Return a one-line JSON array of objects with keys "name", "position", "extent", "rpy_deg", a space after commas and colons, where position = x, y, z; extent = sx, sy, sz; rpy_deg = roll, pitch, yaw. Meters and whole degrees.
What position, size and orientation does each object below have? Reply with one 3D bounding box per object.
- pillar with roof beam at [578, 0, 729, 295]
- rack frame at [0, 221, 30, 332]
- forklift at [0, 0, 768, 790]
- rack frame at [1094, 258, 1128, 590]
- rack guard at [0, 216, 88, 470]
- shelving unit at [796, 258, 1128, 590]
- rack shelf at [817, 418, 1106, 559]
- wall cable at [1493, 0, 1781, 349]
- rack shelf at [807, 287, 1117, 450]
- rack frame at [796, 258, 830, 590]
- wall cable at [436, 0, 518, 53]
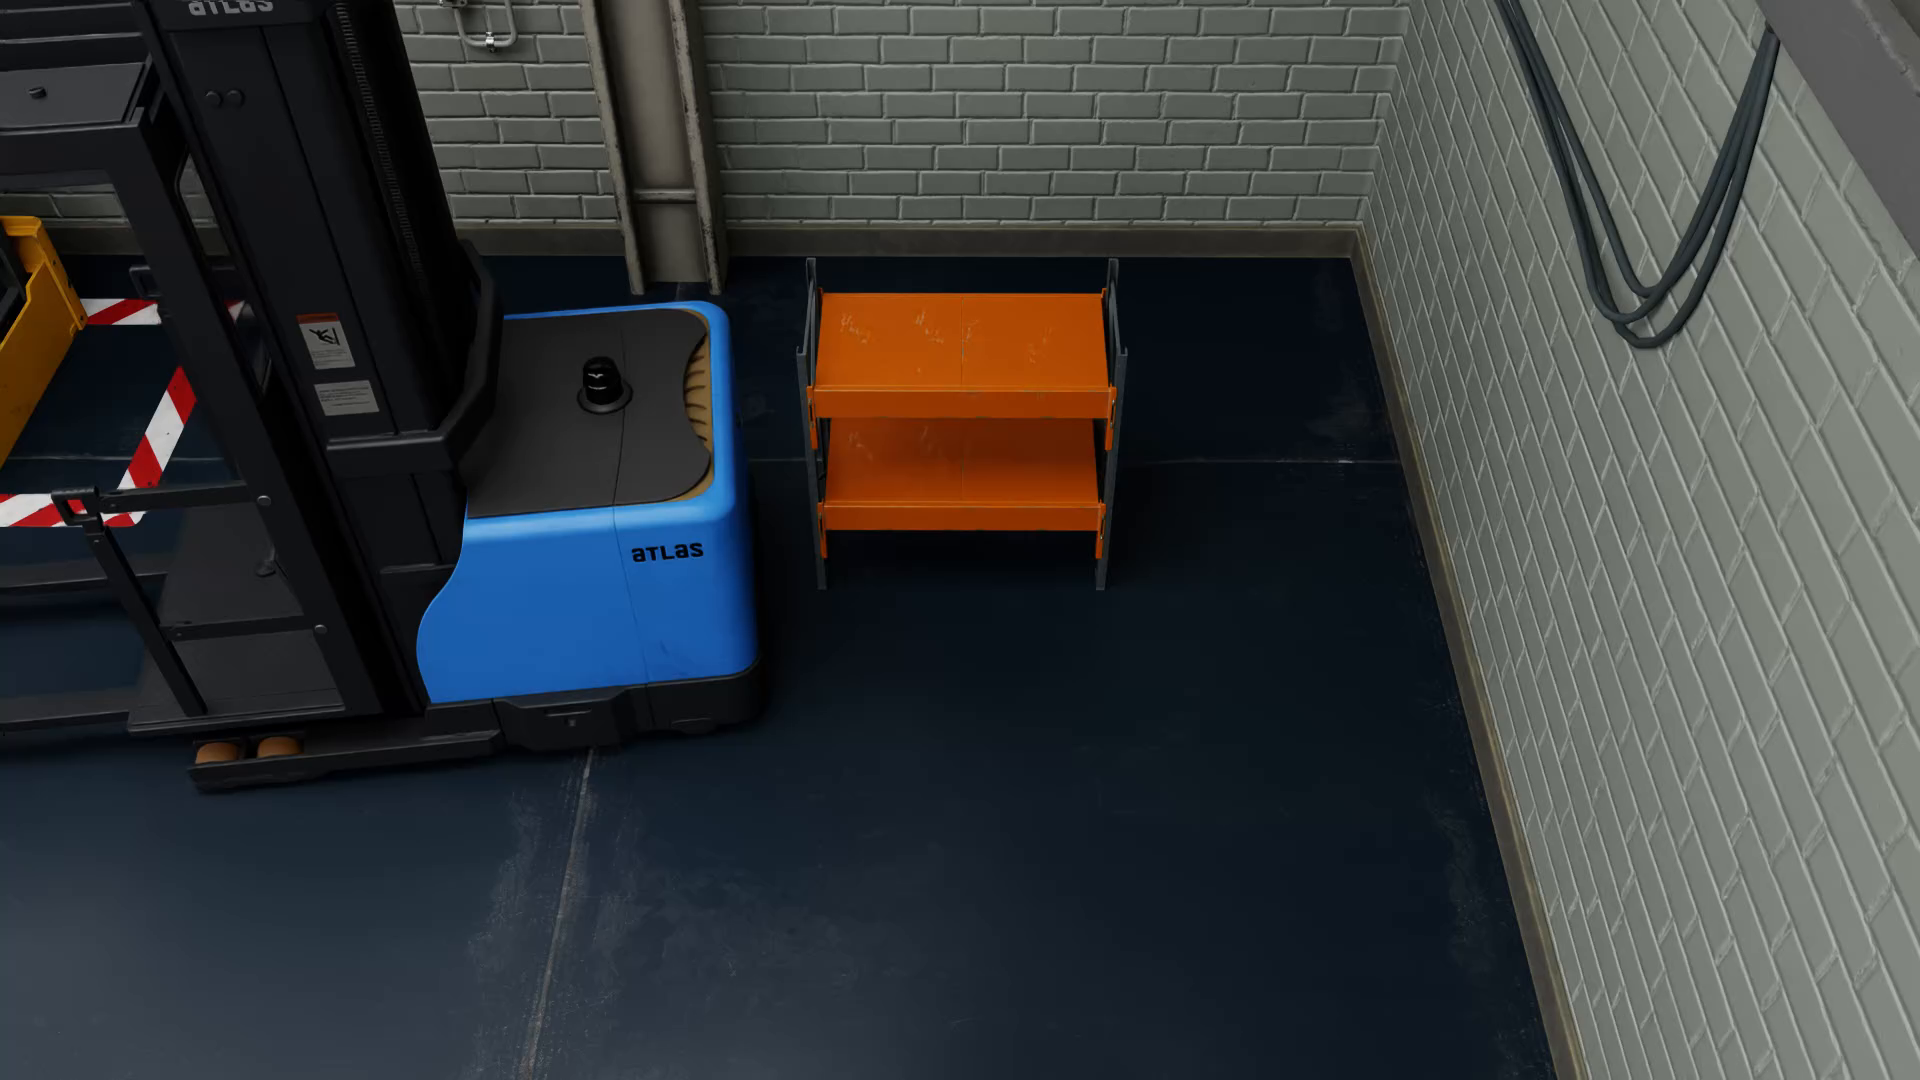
[{"name": "pillar with roof beam", "position": [-1.248, -1.097, 1.124], "extent": [0.400, 9.000, 9.100], "rpy_deg": [0, 47, 0]}, {"name": "rack frame", "position": [-3.935, -1.579, 5.670], "extent": [0.127, 3.000, 1.000], "rpy_deg": [0, 47, 0]}, {"name": "forklift", "position": [-2.208, -0.592, 4.799], "extent": [3.031, 2.935, 1.130], "rpy_deg": [-5, 47, -5]}, {"name": "rack frame", "position": [0.515, -0.382, 5.837], "extent": [0.032, 1.125, 0.500], "rpy_deg": [0, 47, 0]}, {"name": "rack guard", "position": [-3.911, -0.727, 6.585], "extent": [0.348, 0.500, 1.175], "rpy_deg": [0, 47, 0]}, {"name": "shelving unit", "position": [0.007, -0.383, 5.838], "extent": [1.048, 1.125, 0.538], "rpy_deg": [0, 47, 0]}, {"name": "rack shelf", "position": [0.007, -0.217, 6.017], "extent": [1.000, 0.278, 0.538], "rpy_deg": [0, 47, 0]}, {"name": "wall cable", "position": [1.720, -2.288, 4.353], "extent": [0.112, 2.526, 3.097], "rpy_deg": [0, 47, 0]}, {"name": "rack shelf", "position": [0.007, -0.583, 5.624], "extent": [1.000, 0.278, 0.538], "rpy_deg": [0, 47, 0]}, {"name": "rack frame", "position": [-0.502, -0.385, 5.840], "extent": [0.032, 1.125, 0.500], "rpy_deg": [0, 47, 0]}, {"name": "wall cable", "position": [-2.651, -2.614, 5.940], "extent": [1.851, 1.984, 0.084], "rpy_deg": [0, 47, 0]}]
